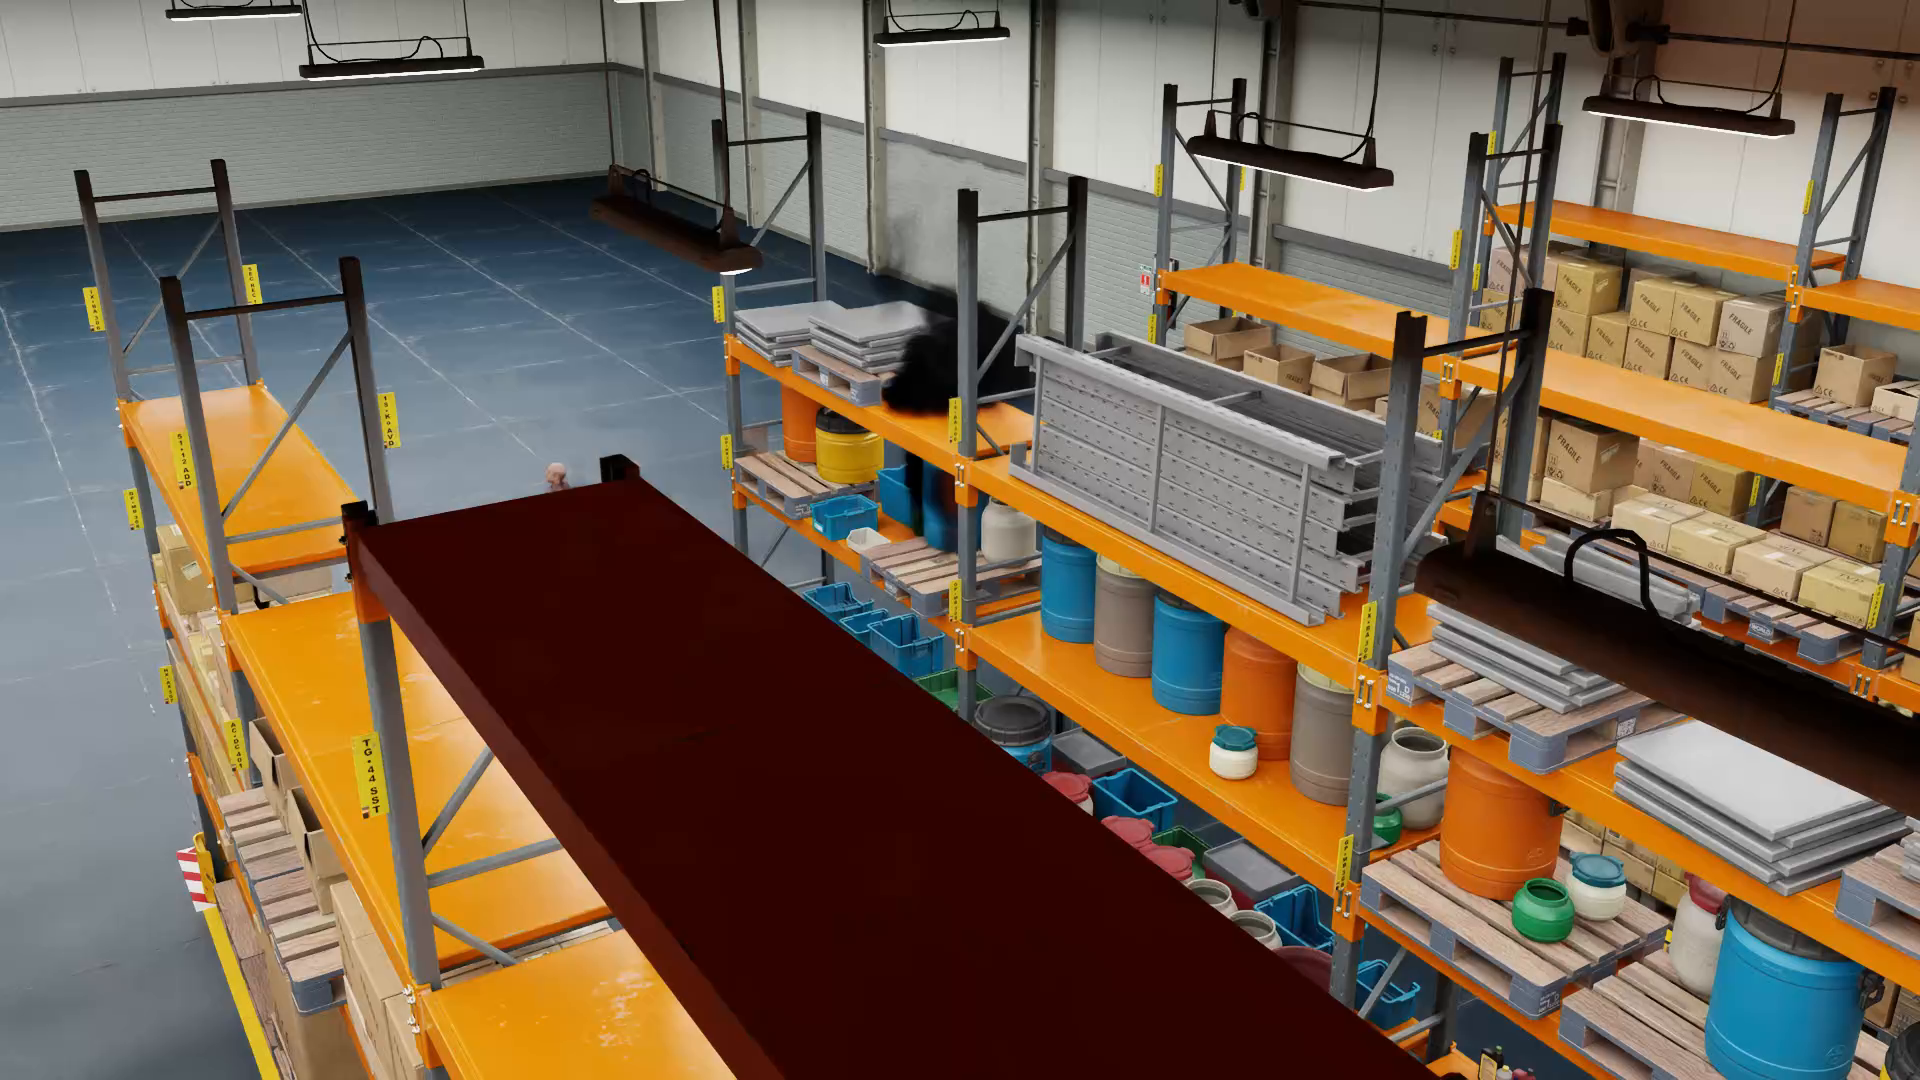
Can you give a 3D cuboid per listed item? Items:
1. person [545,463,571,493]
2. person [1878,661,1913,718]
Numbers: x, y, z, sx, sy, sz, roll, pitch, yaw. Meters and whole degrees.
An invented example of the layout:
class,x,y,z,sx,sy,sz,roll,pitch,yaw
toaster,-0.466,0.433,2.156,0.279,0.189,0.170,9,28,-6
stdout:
class,x,y,z,sx,sy,sz,roll,pitch,yaw
person,-4.618,-0.075,19.254,0.668,1.724,0.707,-3,22,-7
person,8.084,1.823,14.543,0.574,1.674,0.950,-19,29,-39
